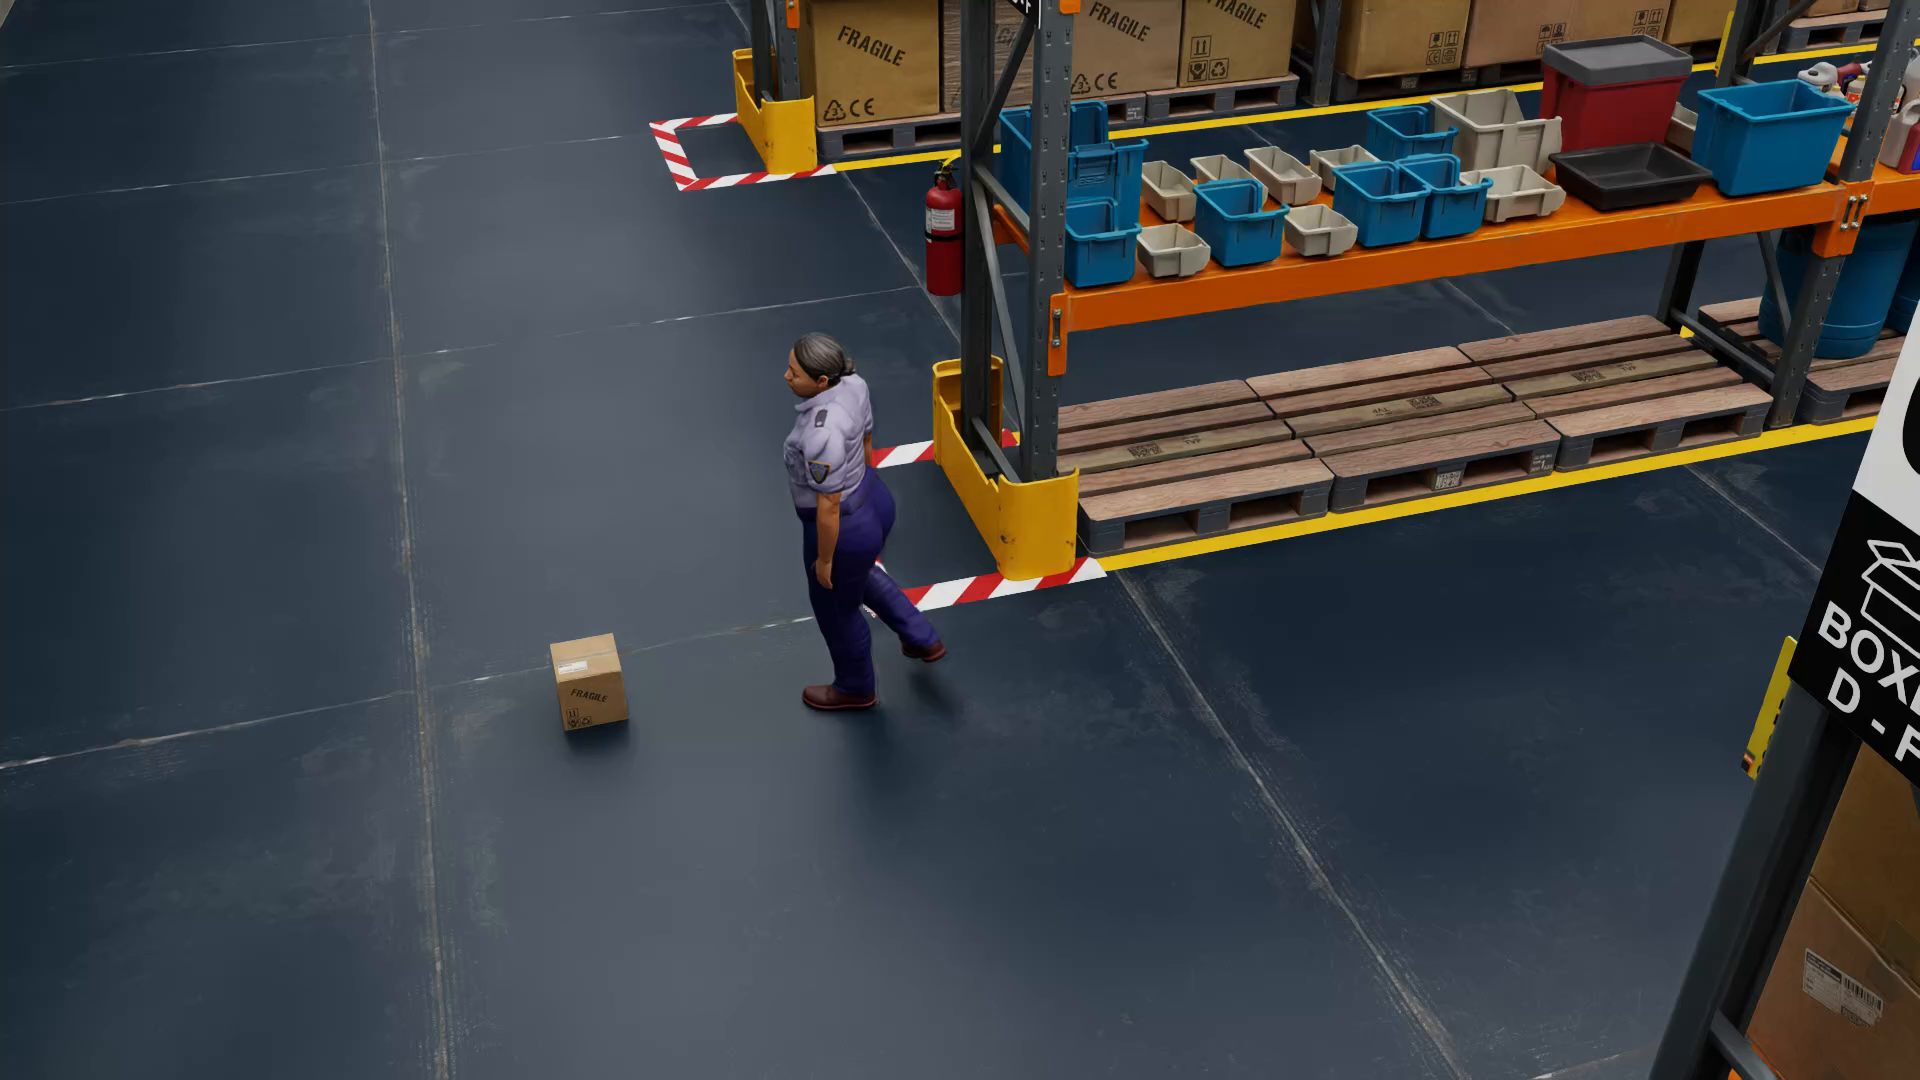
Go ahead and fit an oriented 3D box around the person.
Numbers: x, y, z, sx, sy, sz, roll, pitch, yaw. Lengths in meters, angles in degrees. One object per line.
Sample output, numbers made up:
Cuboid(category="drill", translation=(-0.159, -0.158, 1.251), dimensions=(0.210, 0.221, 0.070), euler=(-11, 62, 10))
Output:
Cuboid(category="person", translation=(-0.348, -0.050, 6.224), dimensions=(0.557, 1.646, 0.553), euler=(8, 35, 12))
